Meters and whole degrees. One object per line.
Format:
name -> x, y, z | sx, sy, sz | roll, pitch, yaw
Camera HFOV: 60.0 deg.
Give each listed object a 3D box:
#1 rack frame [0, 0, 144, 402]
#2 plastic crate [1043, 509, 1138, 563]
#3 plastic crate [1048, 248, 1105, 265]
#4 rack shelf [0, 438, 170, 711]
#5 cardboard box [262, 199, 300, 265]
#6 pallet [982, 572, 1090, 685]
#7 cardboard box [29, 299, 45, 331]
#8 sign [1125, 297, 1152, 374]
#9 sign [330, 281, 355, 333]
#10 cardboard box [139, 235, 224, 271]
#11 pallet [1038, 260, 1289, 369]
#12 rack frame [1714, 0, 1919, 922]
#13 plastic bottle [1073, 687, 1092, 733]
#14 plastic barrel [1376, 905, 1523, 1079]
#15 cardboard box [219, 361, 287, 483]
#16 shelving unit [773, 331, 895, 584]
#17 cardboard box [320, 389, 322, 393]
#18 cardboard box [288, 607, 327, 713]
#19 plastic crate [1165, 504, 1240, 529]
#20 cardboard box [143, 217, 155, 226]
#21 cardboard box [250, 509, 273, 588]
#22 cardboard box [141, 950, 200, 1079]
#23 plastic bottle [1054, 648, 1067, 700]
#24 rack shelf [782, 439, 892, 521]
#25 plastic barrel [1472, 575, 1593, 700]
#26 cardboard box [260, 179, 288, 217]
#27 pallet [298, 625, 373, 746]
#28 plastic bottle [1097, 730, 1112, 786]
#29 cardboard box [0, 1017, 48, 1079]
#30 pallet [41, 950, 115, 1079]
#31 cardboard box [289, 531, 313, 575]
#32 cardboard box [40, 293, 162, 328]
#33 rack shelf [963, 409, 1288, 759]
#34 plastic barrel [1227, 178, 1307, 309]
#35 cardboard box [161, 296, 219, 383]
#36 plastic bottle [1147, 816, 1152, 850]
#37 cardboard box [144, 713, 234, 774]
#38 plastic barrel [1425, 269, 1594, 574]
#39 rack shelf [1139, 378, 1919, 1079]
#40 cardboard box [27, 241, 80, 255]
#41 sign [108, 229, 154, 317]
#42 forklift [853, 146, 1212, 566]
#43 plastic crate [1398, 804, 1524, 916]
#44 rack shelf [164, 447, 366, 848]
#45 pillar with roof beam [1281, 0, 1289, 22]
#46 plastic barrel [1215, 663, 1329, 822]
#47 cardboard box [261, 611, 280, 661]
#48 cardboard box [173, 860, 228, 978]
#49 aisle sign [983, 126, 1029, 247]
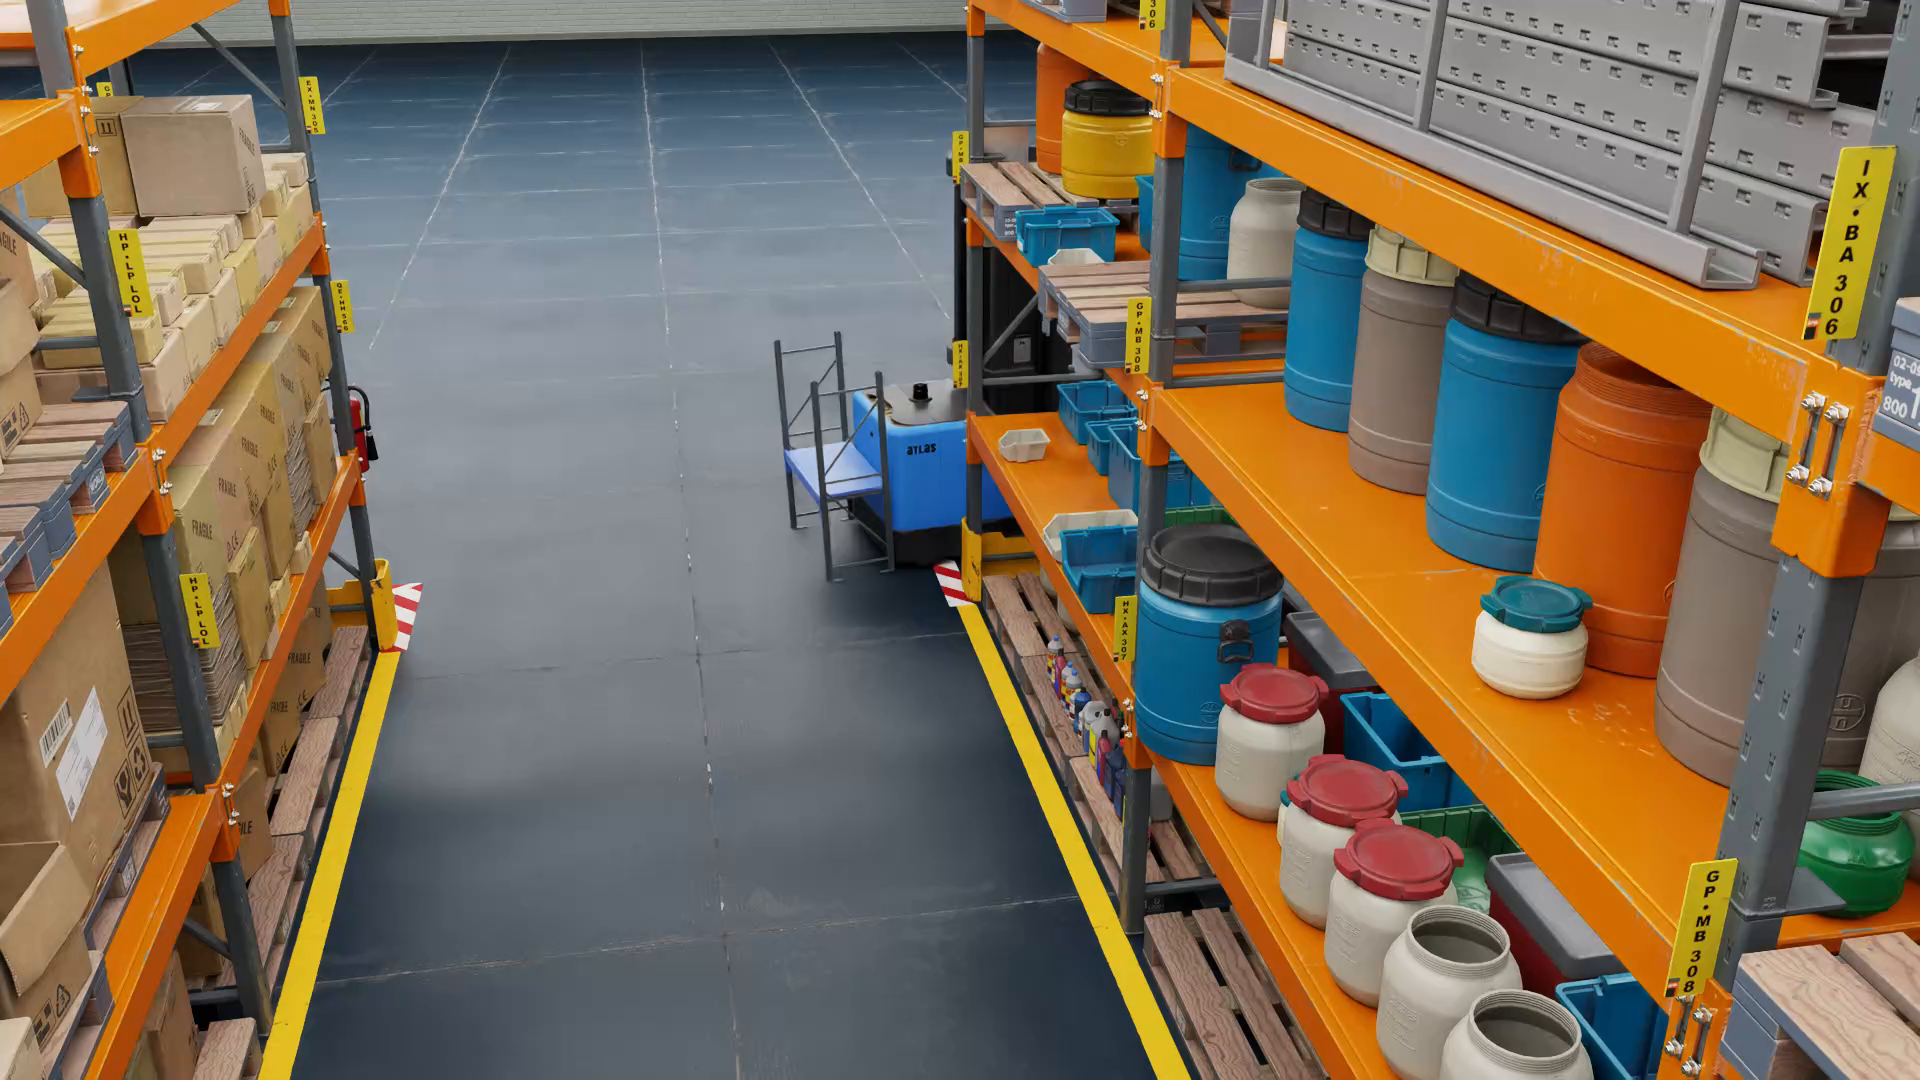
rack frame -> -3.582, -1.891, 5.579 | 1.000, 3.000, 0.127 | -4, 24, -10
plastic crate -> 0.736, -0.008, 9.091 | 0.530, 0.136, 0.437 | -4, 24, -10
plastic crate -> 0.592, -1.364, 8.449 | 0.243, 0.136, 0.396 | -4, 24, -10
rack shelf -> -3.212, 0.600, 4.522 | 1.077, 0.370, 4.000 | -4, 24, -10
cardboard box -> -3.888, -1.654, 8.972 | 0.500, 0.250, 0.500 | -4, 24, -9
pallet -> 0.751, 0.542, 10.987 | 1.003, 0.211, 1.213 | -4, 24, -10
cardboard box -> -3.886, -0.849, 6.630 | 0.380, 0.149, 0.250 | -4, 24, -9
sign -> 0.743, -0.851, 6.934 | 0.100, 0.325, 0.005 | -4, 24, -10
sign -> -3.772, -1.424, 10.163 | 0.100, 0.325, 0.005 | -4, 24, -10
cardboard box -> -3.617, -1.291, 7.643 | 0.380, 0.149, 0.250 | -5, 24, -11
pallet -> 1.056, -1.073, 7.690 | 1.213, 0.211, 1.003 | -4, 24, -10
rack frame -> 2.025, -0.684, 2.816 | 1.000, 3.000, 0.127 | -4, 24, -10
plastic bottle -> 0.694, 0.957, 9.413 | 0.097, 0.271, 0.097 | 0, 24, 0
plastic barrel -> 1.547, 1.459, 5.264 | 0.421, 0.512, 0.421 | 0, 24, 0
cardboard box -> -3.704, -0.567, 8.297 | 0.500, 0.500, 0.500 | -4, 24, -10
shelving unit -> -0.910, -0.614, 11.995 | 0.538, 1.500, 1.048 | -11, 26, -17
cardboard box -> -4.247, -0.679, 9.803 | 0.875, 0.500, 0.500 | -4, 24, -10
cardboard box -> -4.078, 0.717, 9.701 | 0.500, 0.500, 0.500 | 2, 24, 4
plastic crate -> 1.312, 0.034, 8.932 | 0.450, 0.188, 0.662 | -4, 24, -10
cardboard box -> -4.356, -1.671, 8.512 | 0.380, 0.149, 0.250 | -4, 24, -10
cardboard box -> -3.854, 0.106, 8.006 | 0.875, 0.500, 0.500 | -4, 24, -10
cardboard box -> -3.489, 2.045, 6.636 | 0.700, 0.500, 0.500 | -6, 24, -14
plastic bottle -> 0.599, 0.788, 9.785 | 0.061, 0.283, 0.133 | -4, 24, -9
rack shelf -> -0.902, -0.450, 12.070 | 0.538, 0.185, 1.000 | -11, 26, -17
plastic barrel -> 1.561, 0.271, 4.550 | 0.301, 0.262, 0.301 | 0, 24, 0
cardboard box -> -3.803, -1.810, 8.831 | 0.380, 0.149, 0.250 | -4, 24, -9
pallet -> -4.192, 0.915, 10.134 | 1.003, 0.211, 1.213 | -4, 24, -10
plastic bottle -> 0.777, 1.166, 8.919 | 0.061, 0.283, 0.133 | -3, 24, -6
cardboard box -> -2.926, 1.632, 4.672 | 0.500, 0.250, 0.500 | -5, 24, -11
pallet -> -3.248, 1.744, 4.992 | 1.003, 0.211, 1.213 | -4, 24, -10
cardboard box -> -3.685, 0.079, 8.878 | 0.380, 0.149, 0.250 | -4, 24, -10
cardboard box -> -3.455, -0.881, 6.703 | 0.380, 0.149, 0.250 | -5, 24, -12
rack shelf -> 0.916, 0.035, 9.564 | 1.077, 0.370, 4.000 | -4, 24, -10
plastic barrel -> 1.399, -1.311, 7.334 | 0.421, 0.512, 0.421 | 0, 24, 0
cardboard box -> -3.516, -0.851, 7.134 | 0.500, 0.250, 0.500 | -5, 24, -10
plastic bottle -> 0.912, 1.453, 8.365 | 0.097, 0.201, 0.097 | 0, 24, 0
cardboard box -> -3.326, 0.866, 7.075 | 0.380, 0.149, 0.250 | -4, 24, -10
plastic barrel -> 1.835, -0.414, 5.319 | 0.600, 0.901, 0.708 | -4, 24, -10
rack shelf -> 1.656, 0.233, 5.362 | 1.077, 0.370, 4.000 | -4, 24, -10
cardboard box -> -4.175, -1.255, 7.560 | 0.380, 0.149, 0.250 | -3, 24, -7
sign -> -3.037, -0.976, 6.095 | 0.100, 0.325, 0.005 | -4, 24, -10
forklift -> 0.760, -1.505, 12.276 | 3.031, 2.935, 1.130 | -8, 25, -18
plastic crate -> 1.885, 1.253, 6.141 | 0.450, 0.188, 0.662 | -4, 24, -10
rack shelf -> -3.952, 0.401, 8.725 | 1.077, 0.370, 4.000 | -4, 24, -10
pillar with roof beam -> 2.593, -13.474, 32.101 | 9.100, 9.000, 0.400 | -4, 24, -10
plastic barrel -> 1.247, 0.822, 6.693 | 0.433, 0.535, 0.433 | 0, 24, 0
cardboard box -> -3.494, 0.472, 7.978 | 0.380, 0.149, 0.250 | -4, 24, -10
cardboard box -> -3.617, 1.651, 7.563 | 0.500, 0.500, 0.500 | -5, 24, -11
aisle sign -> 0.245, -2.280, 10.717 | 0.394, 0.787, 0.004 | -4, 24, -10
